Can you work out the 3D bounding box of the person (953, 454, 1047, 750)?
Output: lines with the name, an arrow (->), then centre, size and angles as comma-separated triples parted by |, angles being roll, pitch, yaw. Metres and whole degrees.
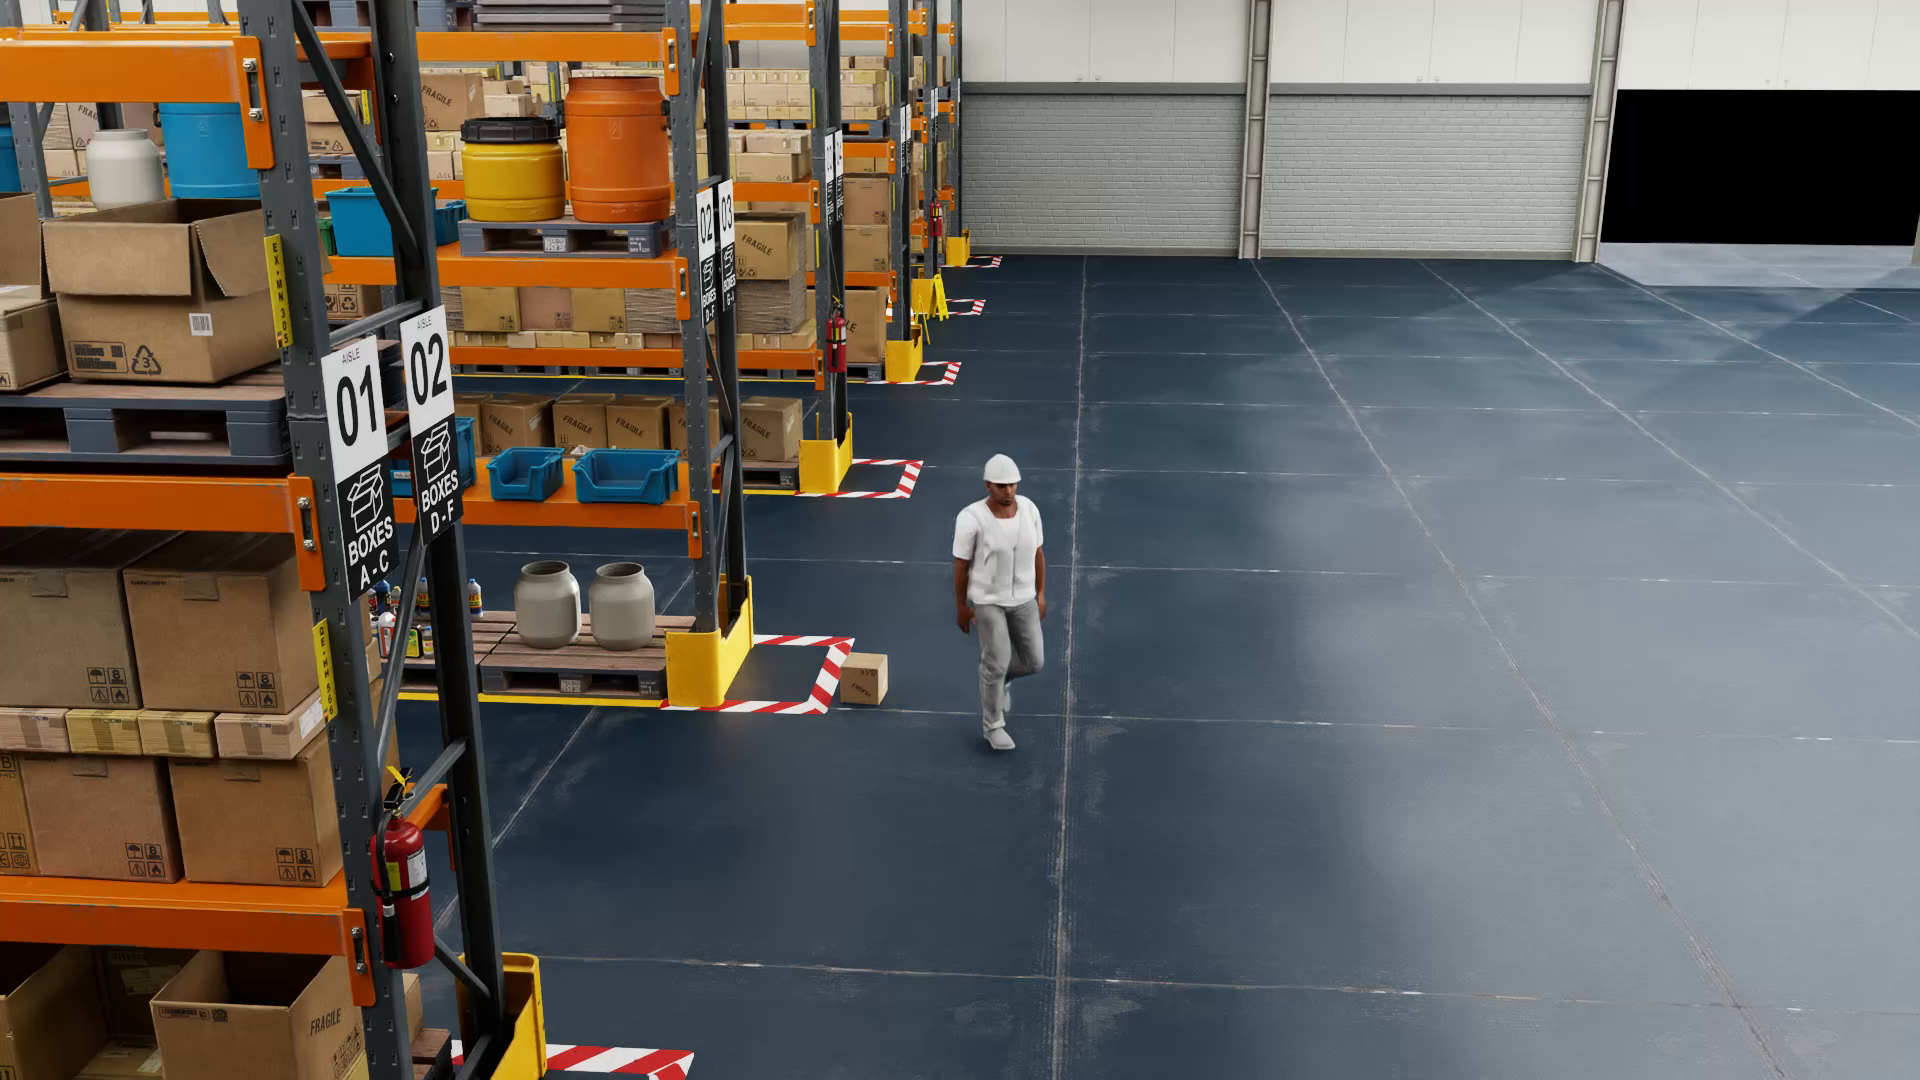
person -> 0.232, 0.338, 9.859 | 0.579, 1.753, 0.614 | -9, 19, -26
